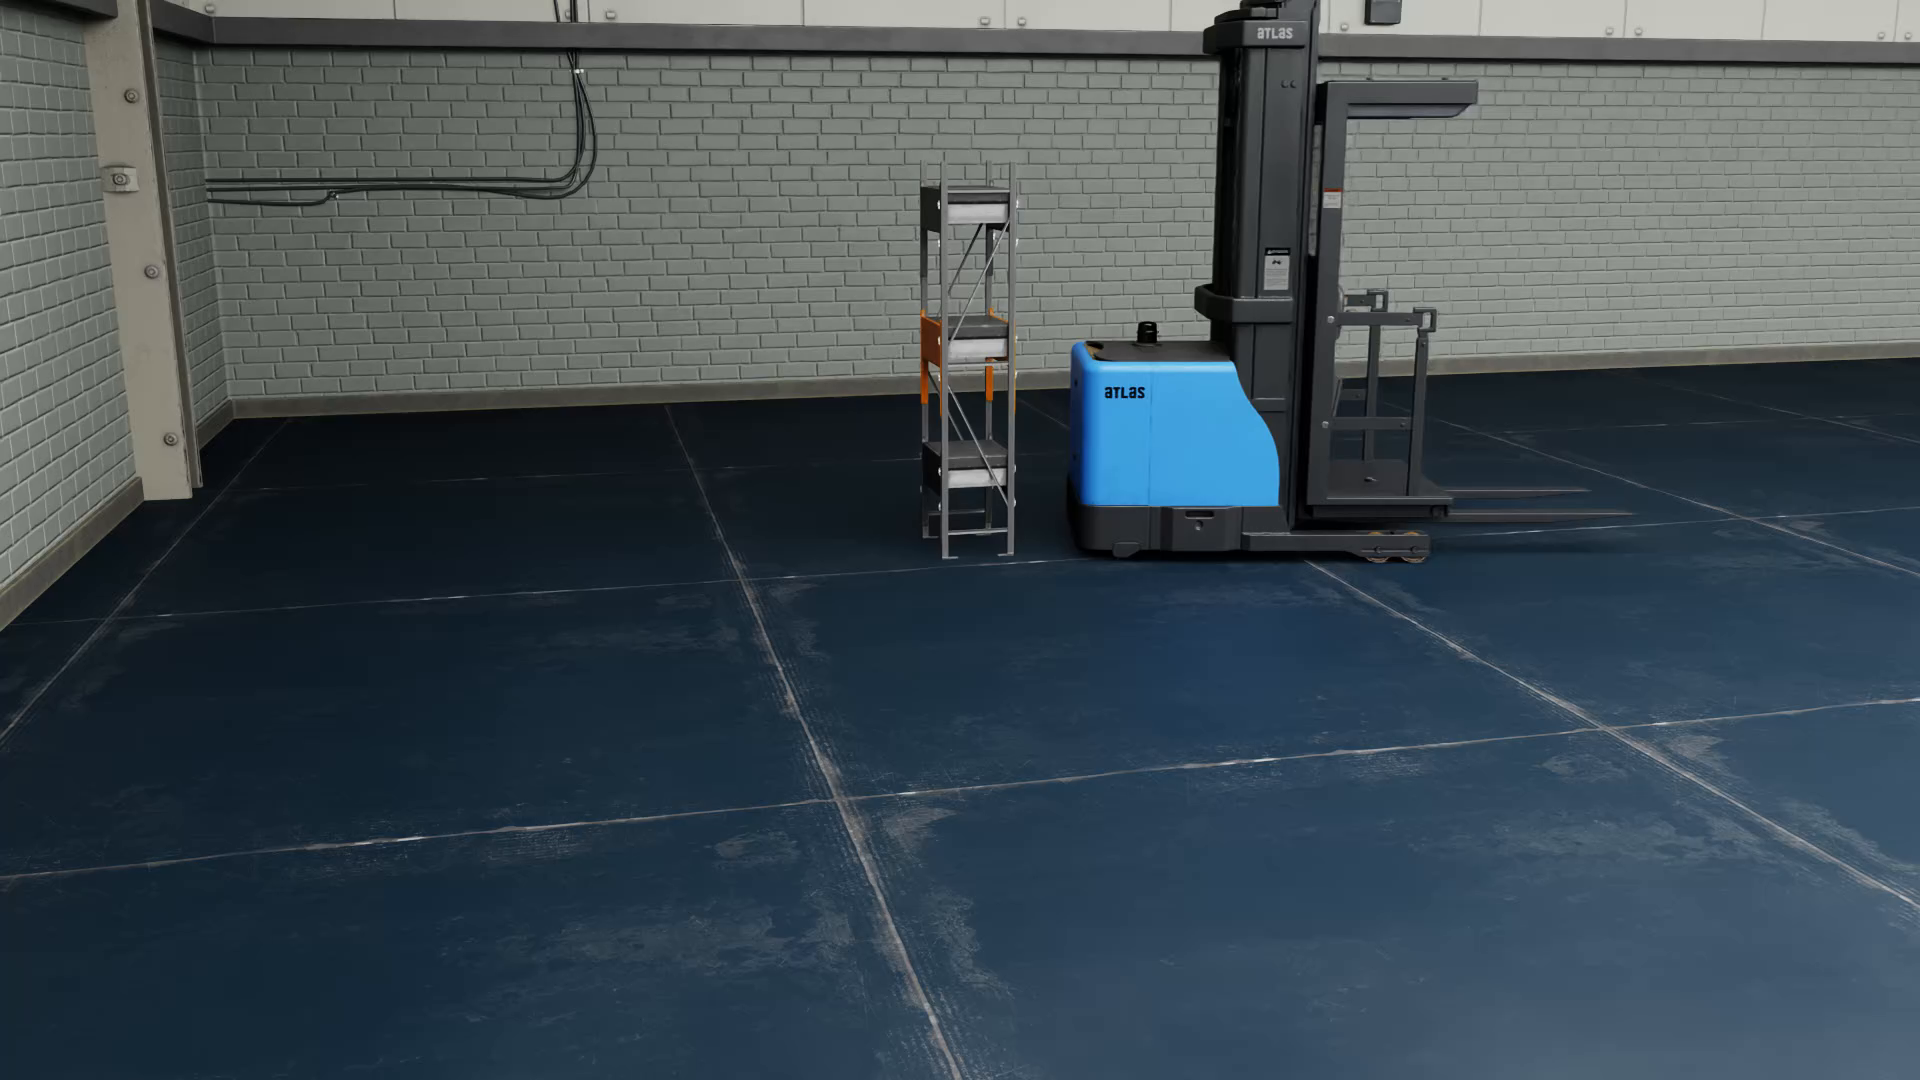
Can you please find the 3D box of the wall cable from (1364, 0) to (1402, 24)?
[{"bbox_3d":[4.769,-7.603,14.422,2.305,6.003,0.169,-3,14,-13],"label":"wall cable"}]

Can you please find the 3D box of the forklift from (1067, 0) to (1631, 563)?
[{"bbox_3d":[2.147,-1.426,9.088,3.031,2.935,1.130,0,14,0],"label":"forklift"}]

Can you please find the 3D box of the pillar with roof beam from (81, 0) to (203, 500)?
[{"bbox_3d":[-0.872,-4.912,10.573,9.100,9.000,0.400,-3,14,-13],"label":"pillar with roof beam"}]

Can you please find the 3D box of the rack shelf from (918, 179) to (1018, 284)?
[{"bbox_3d":[0.039,-1.649,8.859,0.431,0.518,0.480,-3,14,-13],"label":"rack shelf"}]

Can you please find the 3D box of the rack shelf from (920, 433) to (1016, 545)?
[{"bbox_3d":[0.039,-0.289,9.191,0.431,0.518,0.480,-3,14,-13],"label":"rack shelf"}]

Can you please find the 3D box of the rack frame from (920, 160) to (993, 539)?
[{"bbox_3d":[-0.018,-1.038,9.252,0.400,2.100,0.015,-3,14,-13],"label":"rack frame"}]

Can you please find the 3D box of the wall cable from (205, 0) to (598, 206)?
[{"bbox_3d":[-4.463,-3.917,13.043,3.097,2.526,0.112,-3,14,-13],"label":"wall cable"}]

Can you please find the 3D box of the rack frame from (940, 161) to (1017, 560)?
[{"bbox_3d":[0.096,-0.926,8.791,0.400,2.100,0.015,-3,14,-13],"label":"rack frame"}]

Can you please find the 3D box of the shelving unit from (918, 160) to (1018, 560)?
[{"bbox_3d":[0.039,-0.982,9.022,0.431,2.100,0.503,-3,14,-13],"label":"shelving unit"}]

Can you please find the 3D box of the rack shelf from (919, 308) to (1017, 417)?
[{"bbox_3d":[0.039,-0.969,9.025,0.431,0.518,0.480,-3,14,-13],"label":"rack shelf"}]
